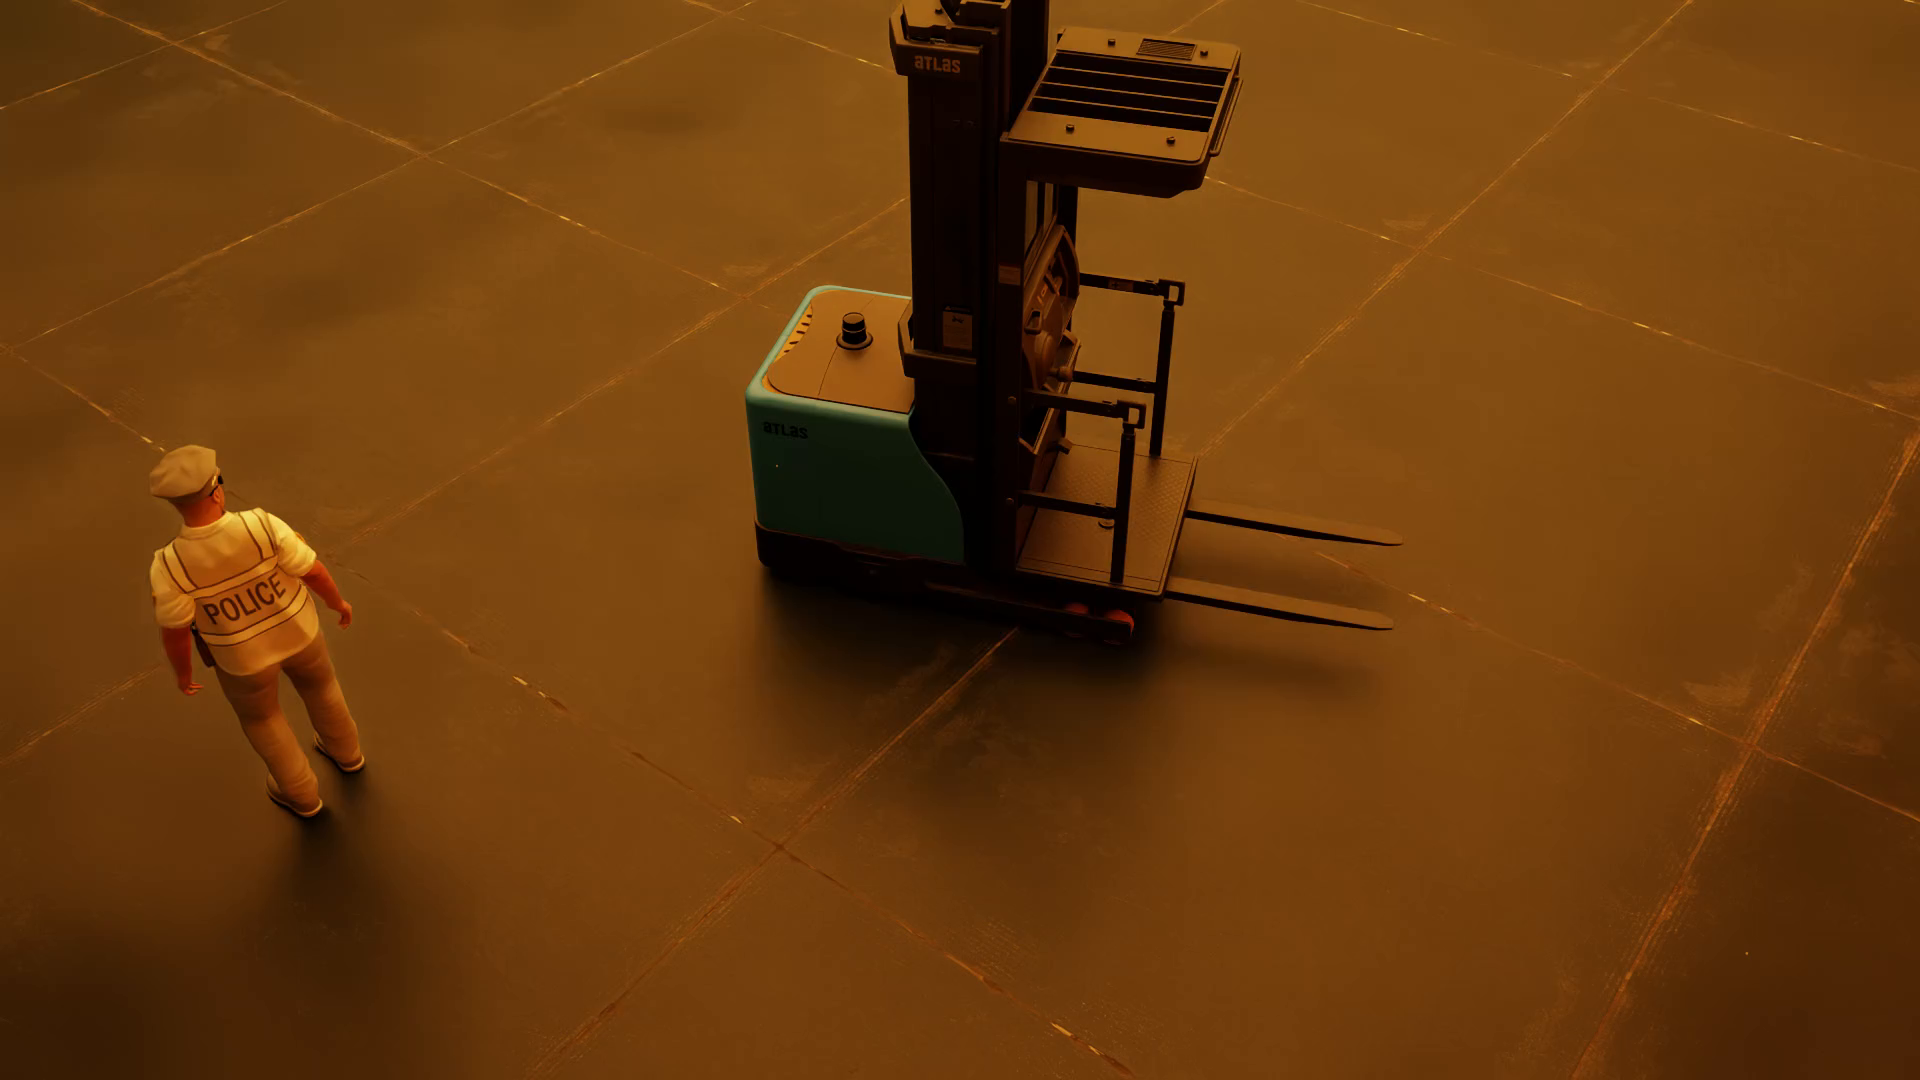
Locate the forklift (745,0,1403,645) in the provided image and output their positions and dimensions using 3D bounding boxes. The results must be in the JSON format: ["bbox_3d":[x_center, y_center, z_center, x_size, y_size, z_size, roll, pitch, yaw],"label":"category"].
[{"bbox_3d":[0.587,-1.011,7.260,3.031,2.935,1.130,10,41,12],"label":"forklift"}]

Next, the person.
[{"bbox_3d":[-2.768,0.358,6.564,0.699,1.752,0.479,-28,48,-29],"label":"person"}]
